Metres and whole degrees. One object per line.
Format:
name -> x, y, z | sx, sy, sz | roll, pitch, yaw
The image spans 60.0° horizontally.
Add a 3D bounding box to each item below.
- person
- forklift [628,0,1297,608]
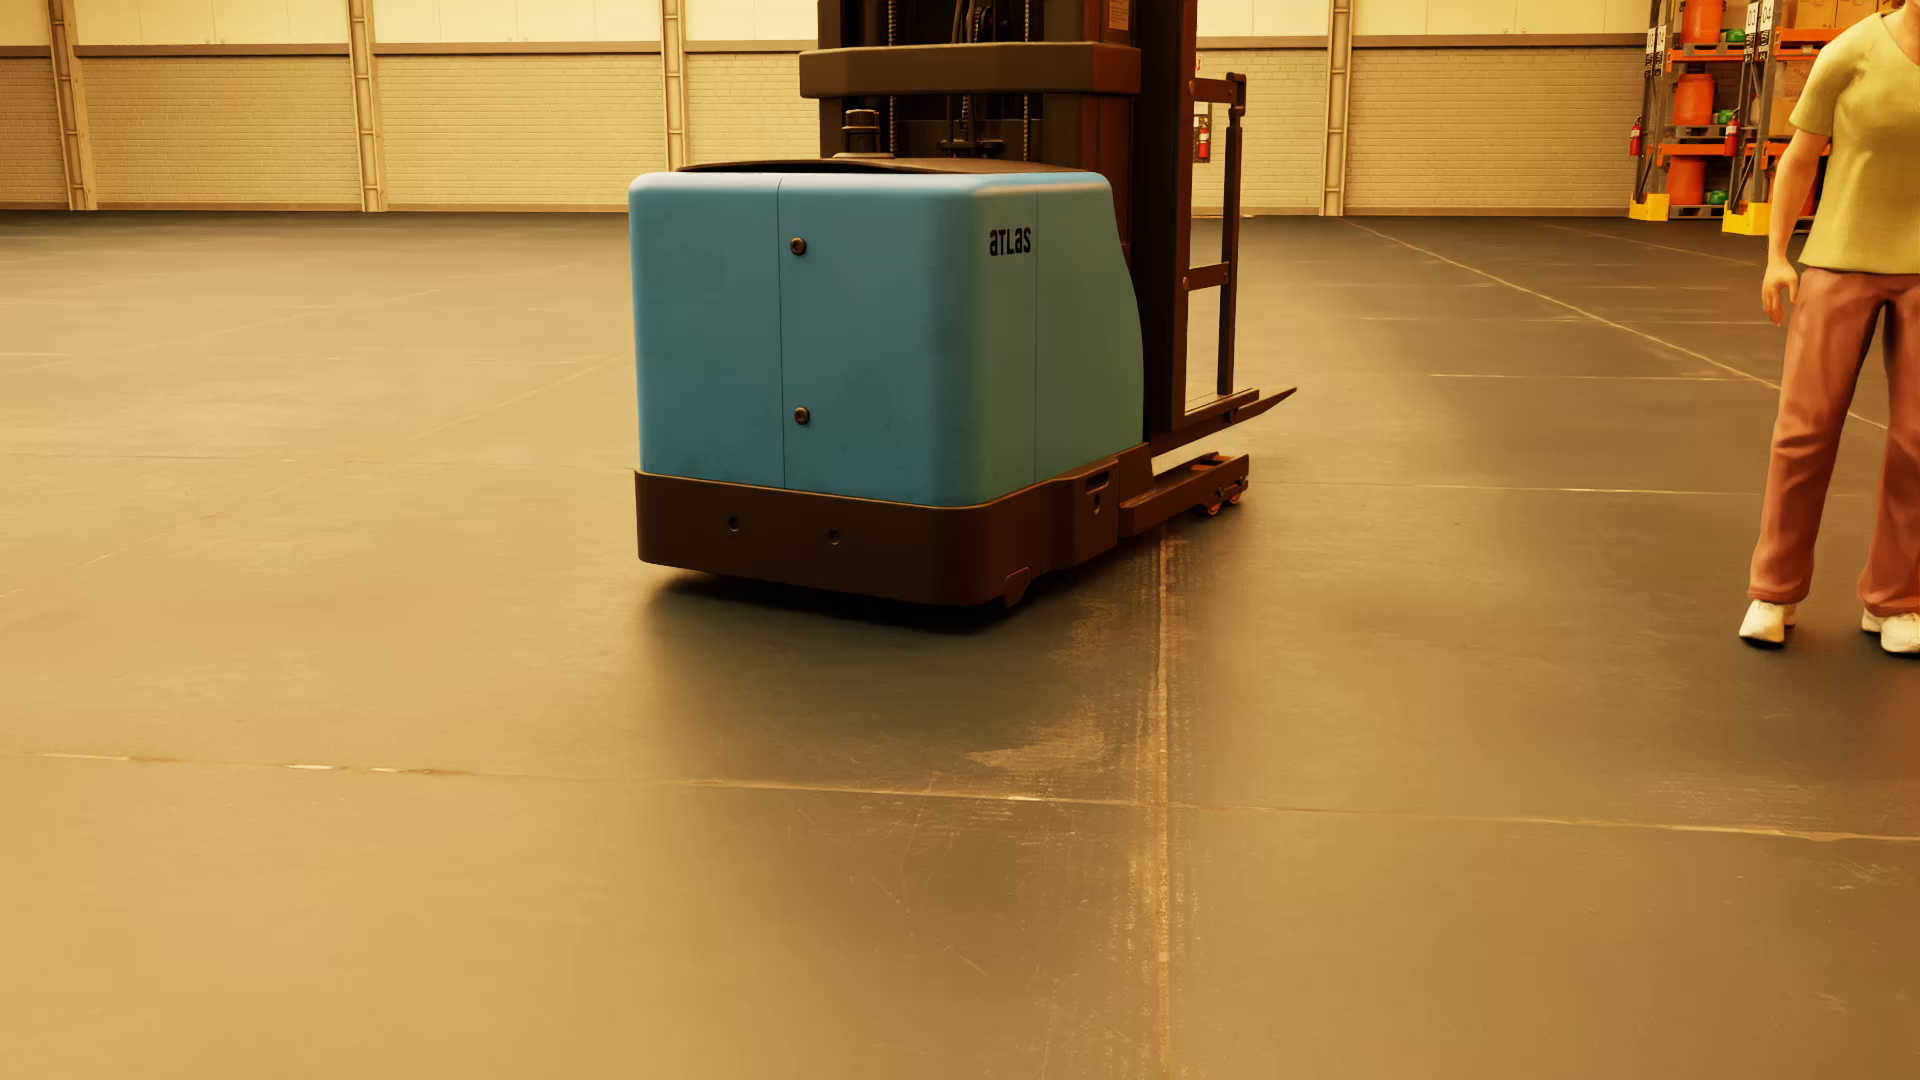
person -> 2.106, -0.582, 3.768 | 0.517, 1.671, 0.370 | 6, 14, 22
forklift -> 0.296, -1.549, 5.132 | 1.130, 2.935, 3.031 | 7, 15, 28
